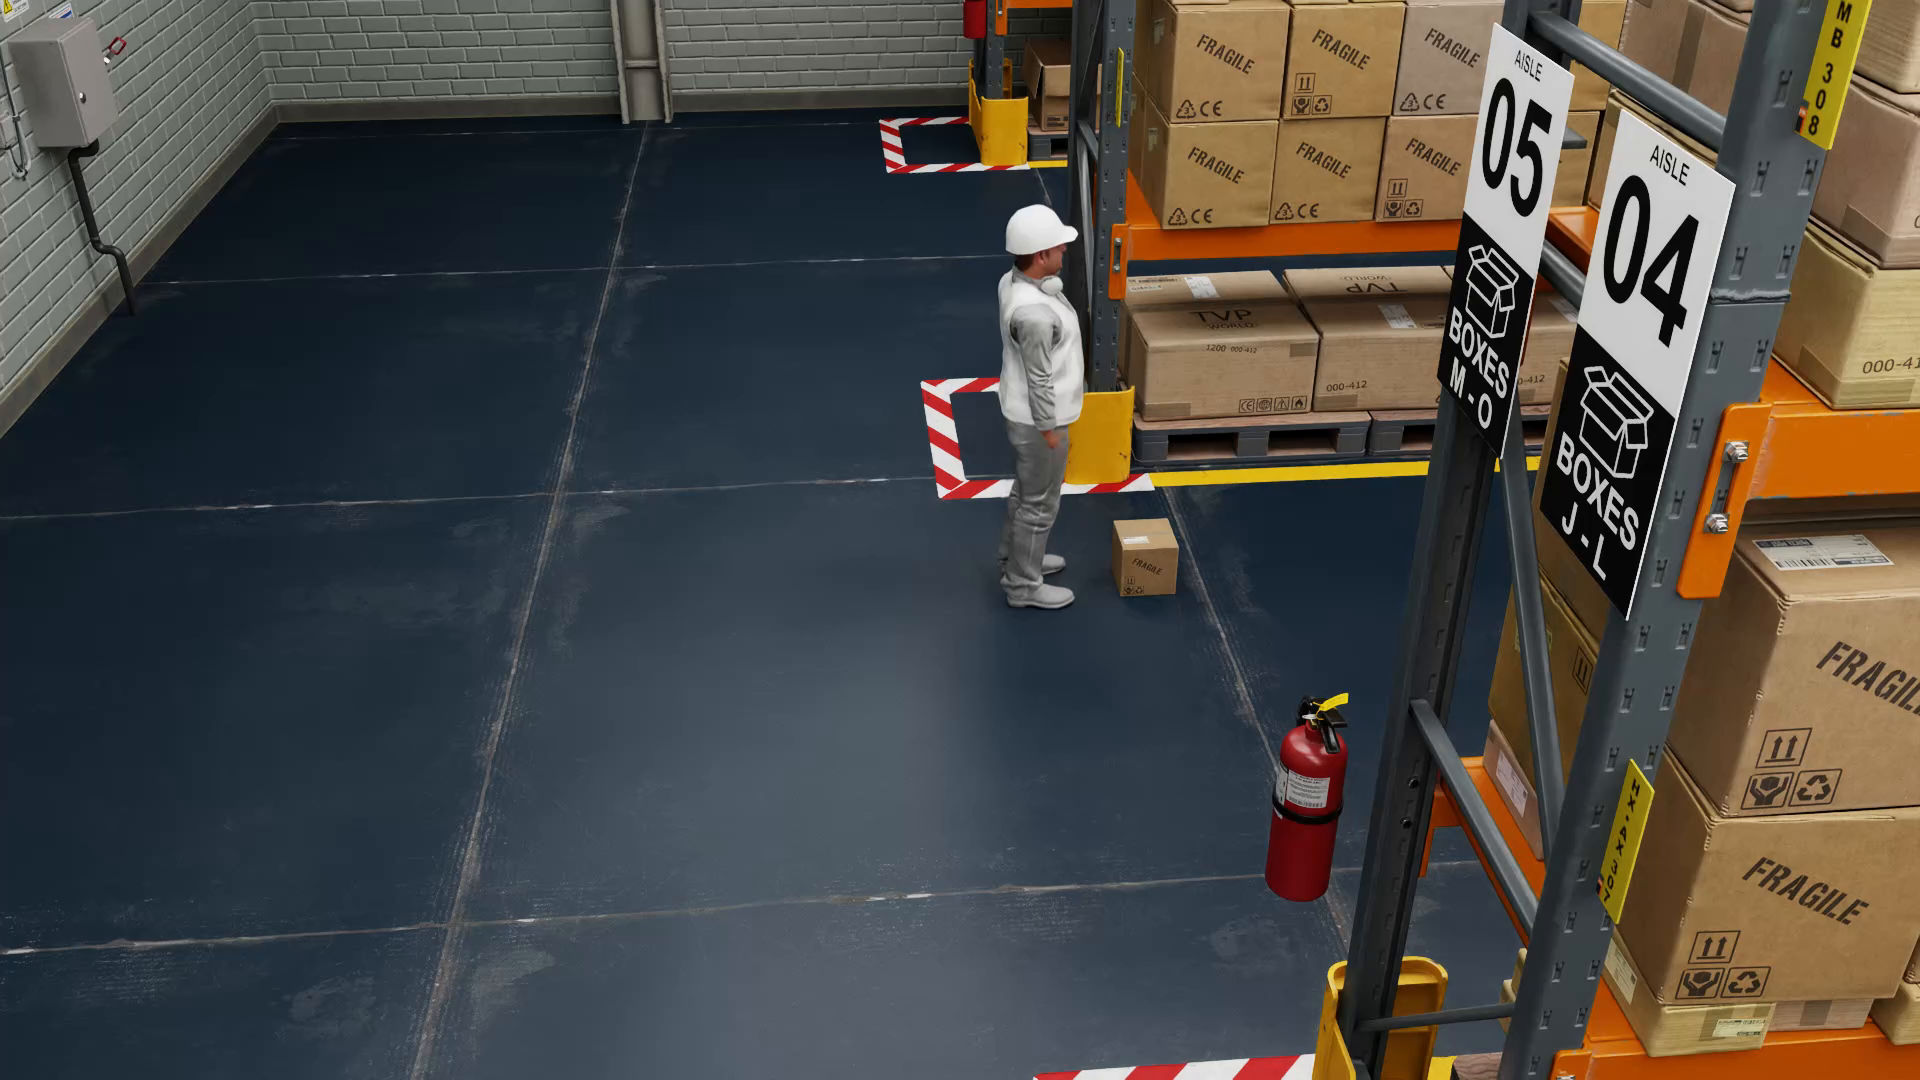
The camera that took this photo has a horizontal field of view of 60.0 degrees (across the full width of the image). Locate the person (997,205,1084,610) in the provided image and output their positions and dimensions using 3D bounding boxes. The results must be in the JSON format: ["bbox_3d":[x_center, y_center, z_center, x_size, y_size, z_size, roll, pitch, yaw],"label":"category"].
[{"bbox_3d":[0.339,-0.563,7.051,0.358,1.772,0.529,-2,31,-3],"label":"person"}]
